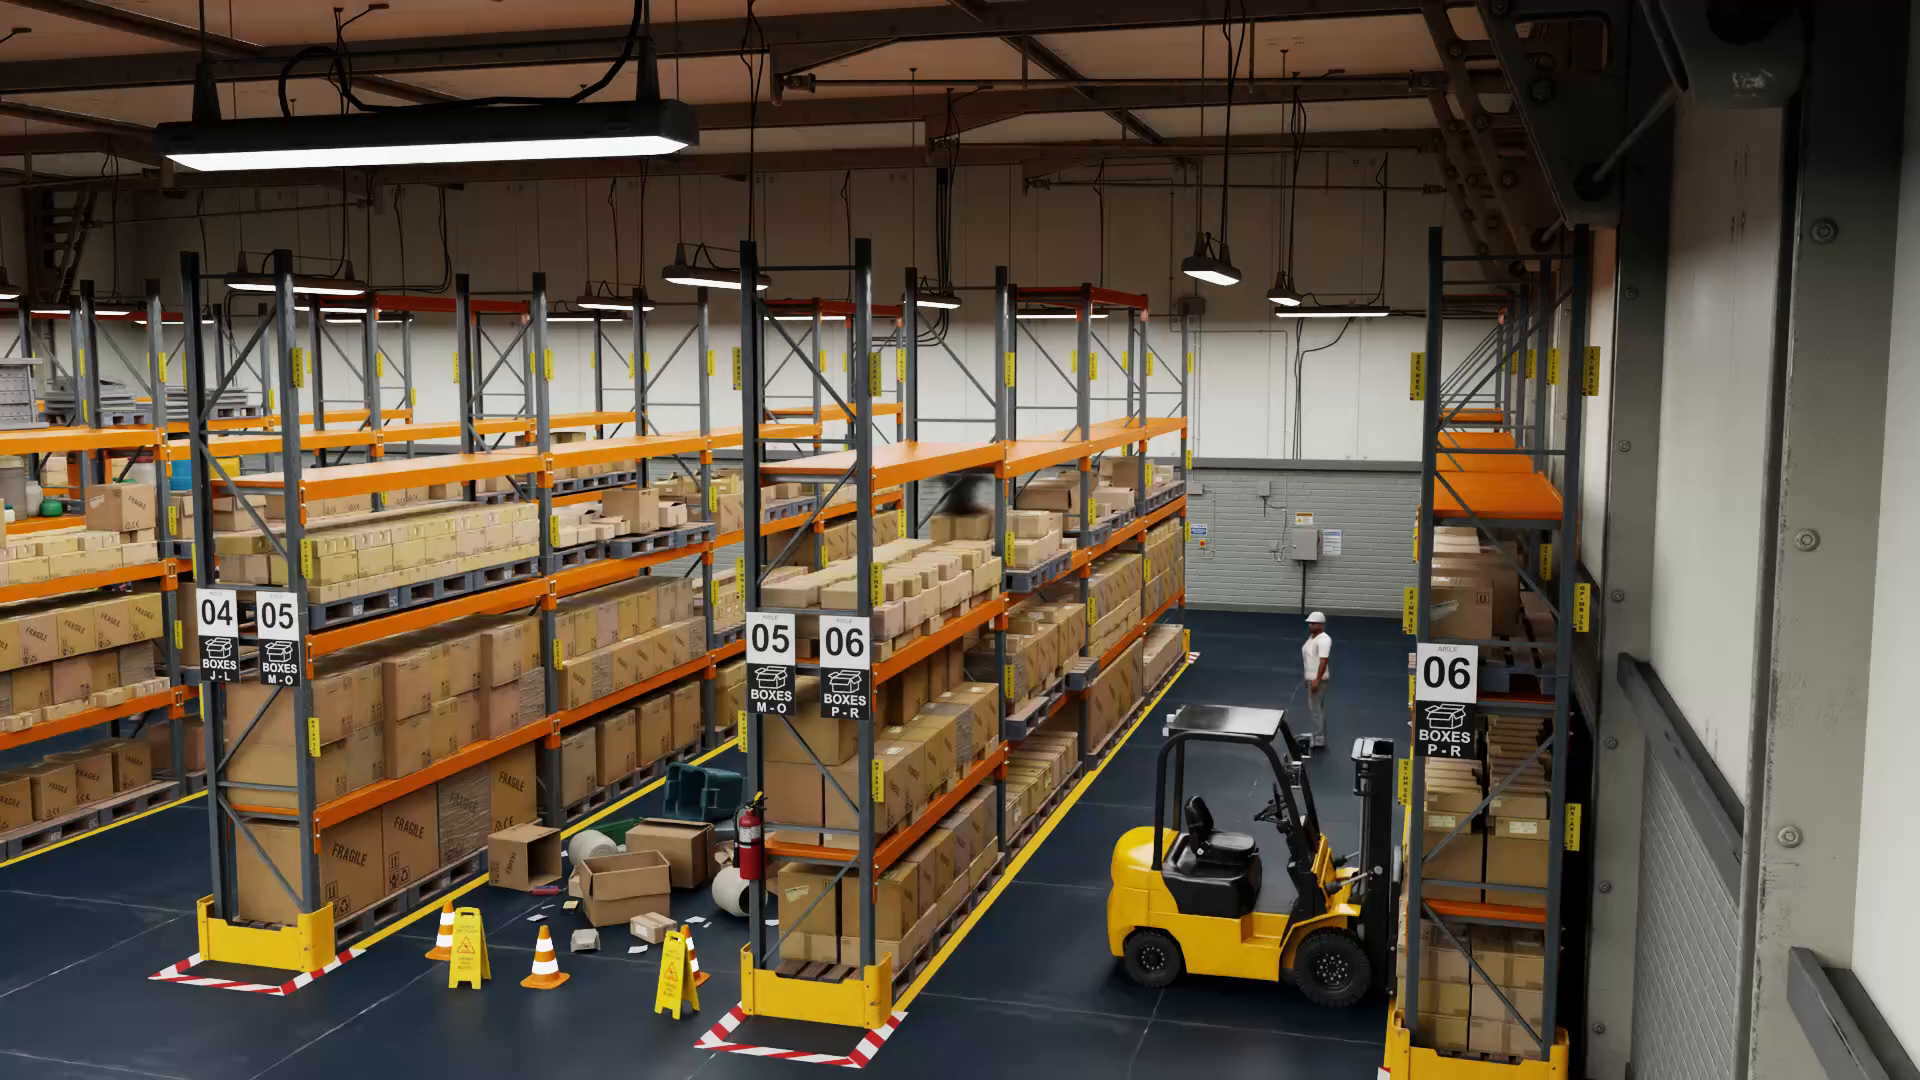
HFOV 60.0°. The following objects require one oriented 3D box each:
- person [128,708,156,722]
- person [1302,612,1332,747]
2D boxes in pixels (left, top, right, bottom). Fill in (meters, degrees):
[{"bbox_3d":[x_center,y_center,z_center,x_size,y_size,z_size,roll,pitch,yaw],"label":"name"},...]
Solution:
[{"bbox_3d":[-11.643,1.669,23.612,0.475,1.735,1.006,1,6,9],"label":"person"},{"bbox_3d":[4.698,1.826,21.933,0.369,1.766,0.603,1,6,7],"label":"person"}]
